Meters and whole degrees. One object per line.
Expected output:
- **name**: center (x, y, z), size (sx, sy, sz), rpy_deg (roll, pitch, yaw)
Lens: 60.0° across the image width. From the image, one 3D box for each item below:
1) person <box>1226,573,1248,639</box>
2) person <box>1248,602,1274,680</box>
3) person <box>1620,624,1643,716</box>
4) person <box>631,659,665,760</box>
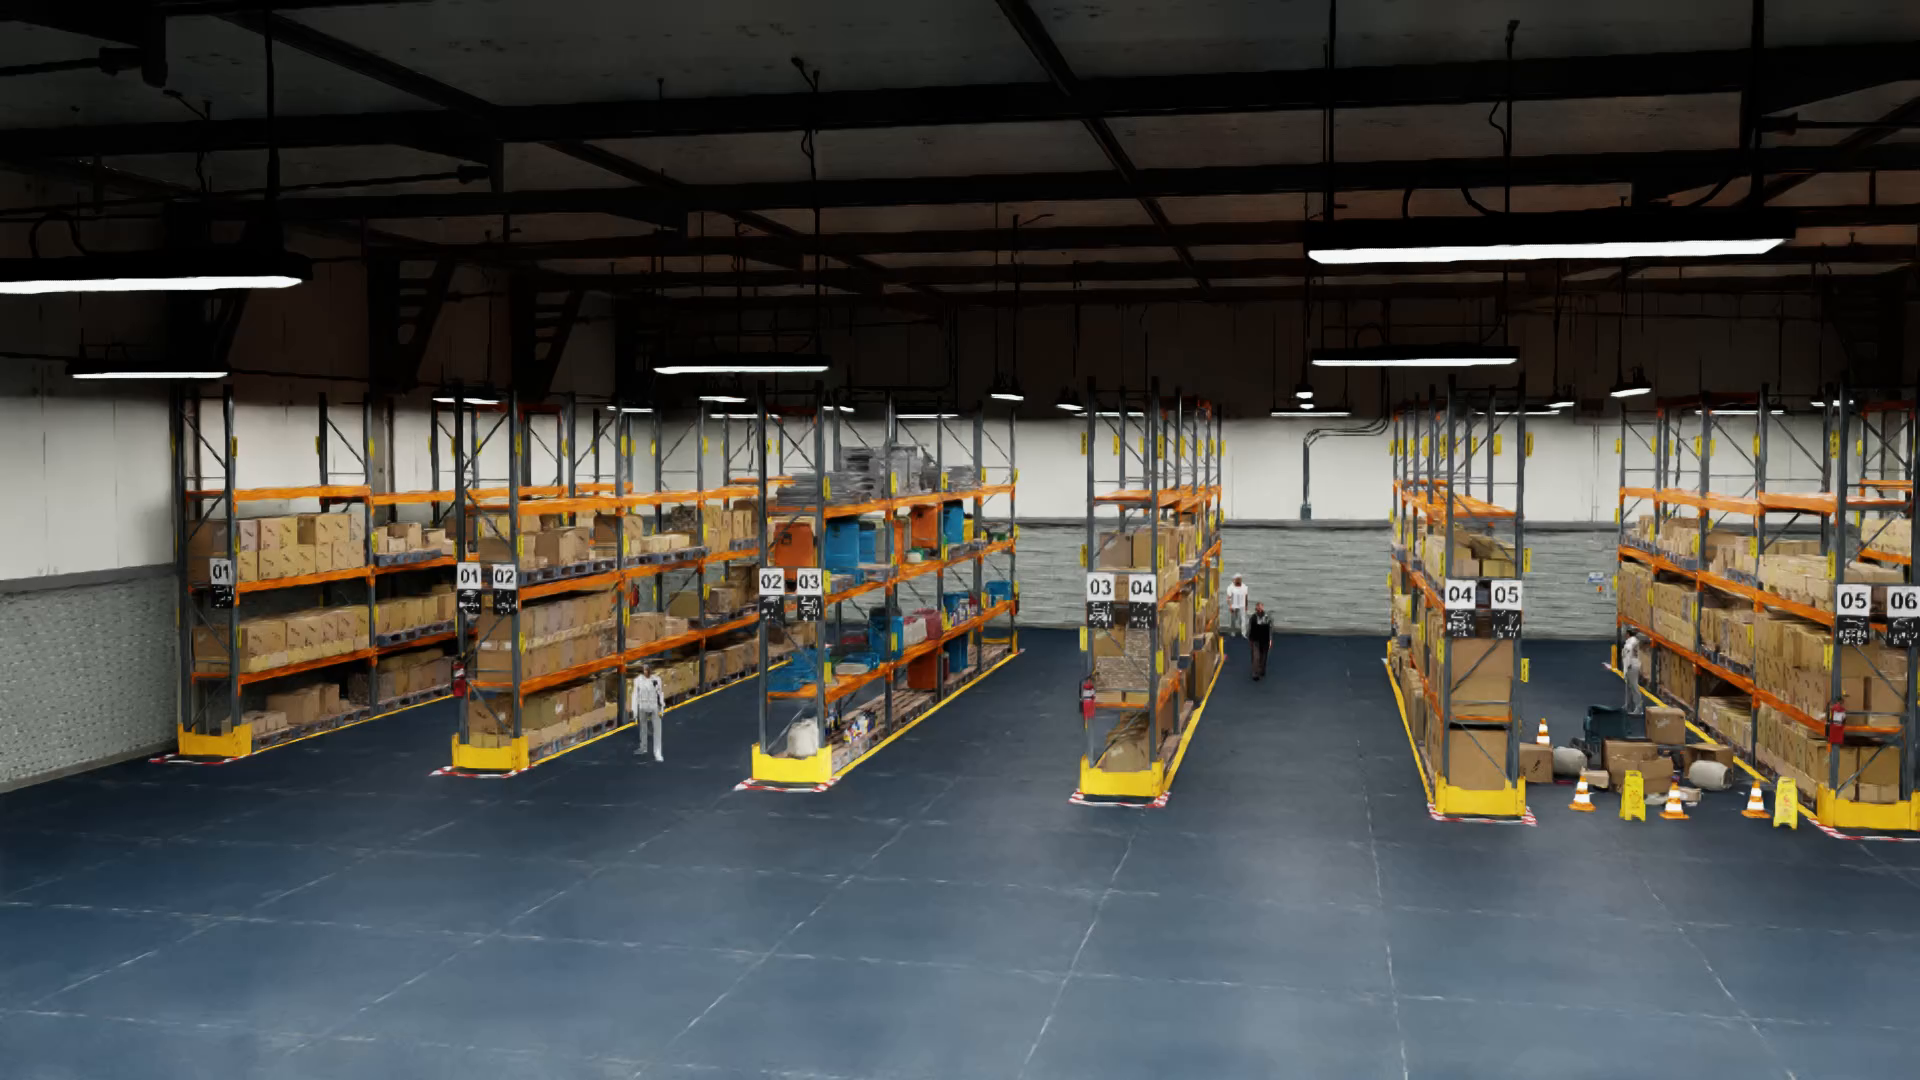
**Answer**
- **person**: center (7.239, 1.712, 43.409), size (0.571, 1.708, 1.033), rpy_deg (0, 3, 4)
- **person**: center (6.491, 2.163, 35.835), size (0.553, 1.673, 1.030), rpy_deg (1, 3, 11)
- **person**: center (12.525, 2.415, 31.096), size (0.550, 1.663, 0.585), rpy_deg (2, 4, 34)
- **person**: center (-5.000, 2.701, 26.662), size (0.530, 1.621, 0.934), rpy_deg (-1, 3, -10)
